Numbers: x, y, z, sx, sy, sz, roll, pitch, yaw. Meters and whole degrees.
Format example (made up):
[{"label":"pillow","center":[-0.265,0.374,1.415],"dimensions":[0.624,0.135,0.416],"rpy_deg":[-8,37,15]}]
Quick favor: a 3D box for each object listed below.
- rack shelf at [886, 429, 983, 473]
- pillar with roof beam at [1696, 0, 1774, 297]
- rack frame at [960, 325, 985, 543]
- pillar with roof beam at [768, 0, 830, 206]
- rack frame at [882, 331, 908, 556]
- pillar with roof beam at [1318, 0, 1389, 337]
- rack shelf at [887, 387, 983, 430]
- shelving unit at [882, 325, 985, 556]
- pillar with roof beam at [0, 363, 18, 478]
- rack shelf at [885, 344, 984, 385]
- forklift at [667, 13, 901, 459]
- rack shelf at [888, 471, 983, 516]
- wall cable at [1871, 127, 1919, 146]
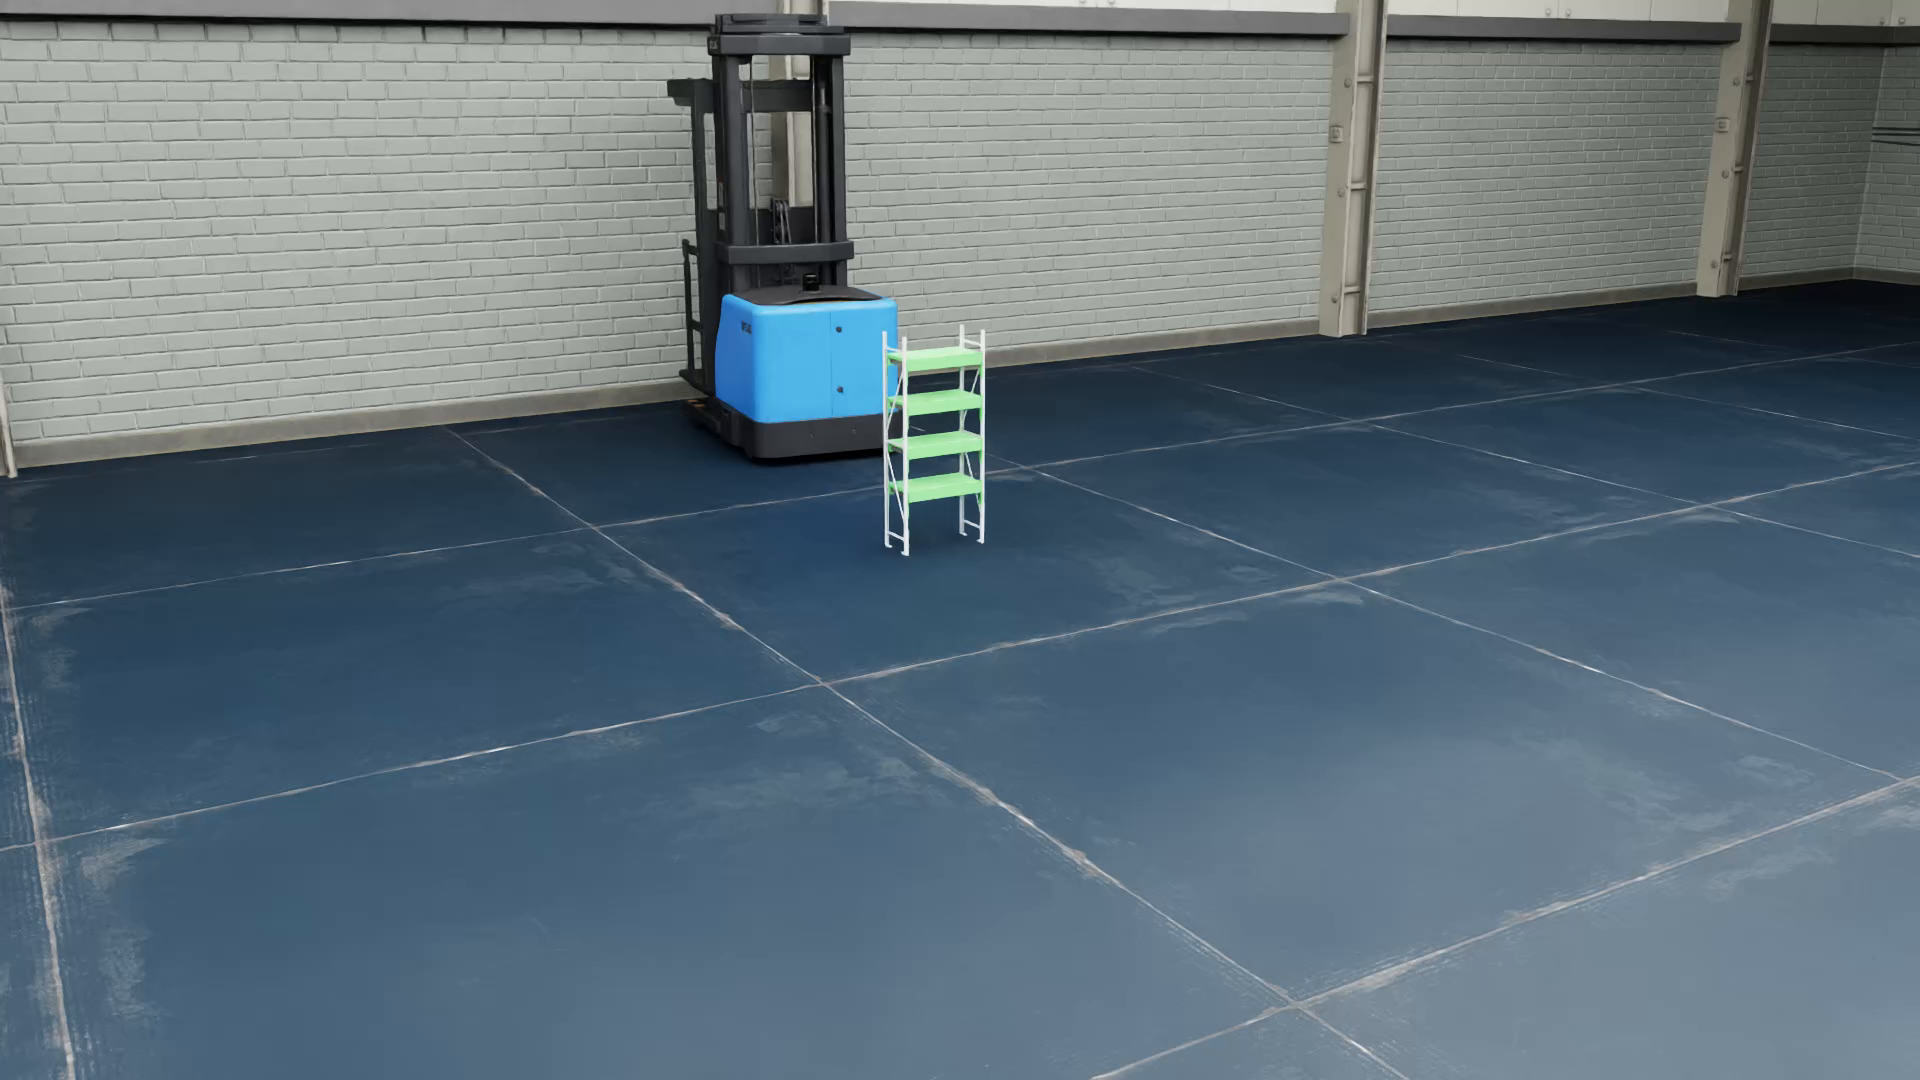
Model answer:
[{"label":"rack shelf","center":[-0.142,-0.493,9.183],"dimensions":[0.480,0.148,0.258],"rpy_deg":[-9,18,-30]},{"label":"pillar with roof beam","center":[11.231,-6.261,15.072],"dimensions":[0.400,9.000,9.100],"rpy_deg":[-9,18,-30]},{"label":"rack frame","center":[0.067,-0.589,9.287],"dimensions":[0.015,1.200,0.240],"rpy_deg":[-9,18,-30]},{"label":"pillar with roof beam","center":[0.945,-4.593,9.122],"dimensions":[0.400,9.000,9.100],"rpy_deg":[-9,18,-30]},{"label":"rack frame","center":[-0.351,-0.521,9.045],"dimensions":[0.015,1.200,0.240],"rpy_deg":[-9,18,-30]},{"label":"pillar with roof beam","center":[6.088,-5.427,12.097],"dimensions":[0.400,9.000,9.100],"rpy_deg":[-9,18,-30]},{"label":"rack shelf","center":[-0.142,-0.724,9.118],"dimensions":[0.480,0.148,0.258],"rpy_deg":[-9,18,-30]},{"label":"shelving unit","center":[-0.142,-0.555,9.166],"dimensions":[0.503,1.200,0.258],"rpy_deg":[-9,18,-30]},{"label":"pillar with roof beam","center":[-4.198,-3.759,6.146],"dimensions":[0.400,9.000,9.100],"rpy_deg":[-9,18,-30]},{"label":"rack shelf","center":[-0.142,-0.955,9.053],"dimensions":[0.480,0.148,0.258],"rpy_deg":[-9,18,-30]},{"label":"forklift","center":[-1.466,-2.308,12.212],"dimensions":[1.130,2.935,3.031],"rpy_deg":[-7,17,-23]},{"label":"rack shelf","center":[-0.142,-0.262,9.248],"dimensions":[0.480,0.148,0.258],"rpy_deg":[-9,18,-30]},{"label":"wall cable","center":[12.221,-5.865,19.414],"dimensions":[0.112,2.526,3.097],"rpy_deg":[-9,18,-30]}]
